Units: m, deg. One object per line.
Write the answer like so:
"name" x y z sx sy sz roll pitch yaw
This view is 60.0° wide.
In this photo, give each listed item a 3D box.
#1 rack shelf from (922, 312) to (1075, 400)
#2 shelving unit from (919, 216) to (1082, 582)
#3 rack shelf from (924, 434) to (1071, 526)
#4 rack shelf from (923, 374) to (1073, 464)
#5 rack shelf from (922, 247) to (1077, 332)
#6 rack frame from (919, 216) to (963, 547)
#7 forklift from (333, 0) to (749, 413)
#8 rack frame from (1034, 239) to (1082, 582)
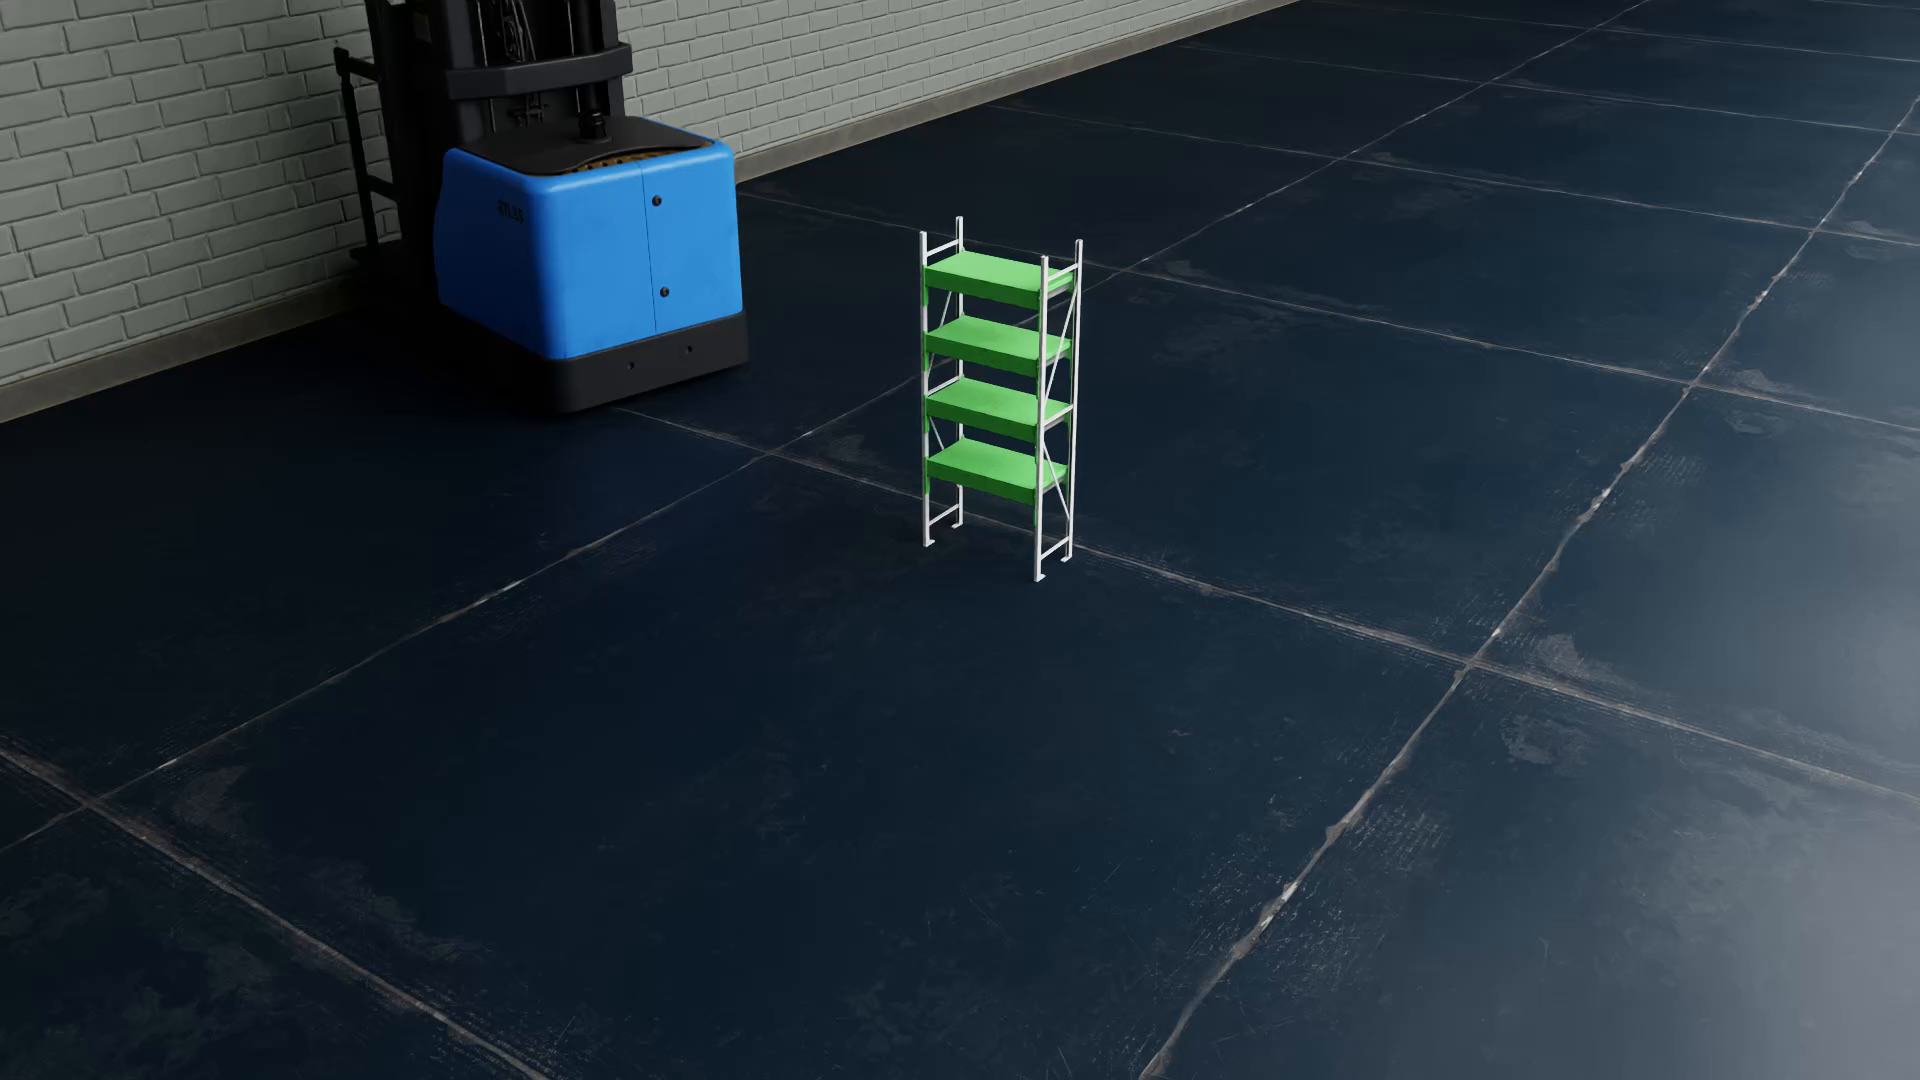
"rack shelf" 0.136 -0.649 5.814 0.480 0.148 0.258 17 32 30
"shelving unit" 0.136 -0.492 5.894 0.503 1.200 0.258 17 32 30
"rack shelf" 0.136 -0.221 6.032 0.480 0.148 0.258 17 32 30
"rack shelf" 0.136 -0.435 5.923 0.480 0.148 0.258 17 32 30
"rack shelf" 0.136 -0.863 5.706 0.480 0.148 0.258 17 32 30
"rack frame" -0.065 -0.555 6.017 0.015 1.200 0.240 17 32 30
"forklift" -2.338 -2.440 7.812 1.130 2.935 3.031 -22 34 -36
"rack frame" 0.338 -0.430 5.771 0.015 1.200 0.240 17 32 30
